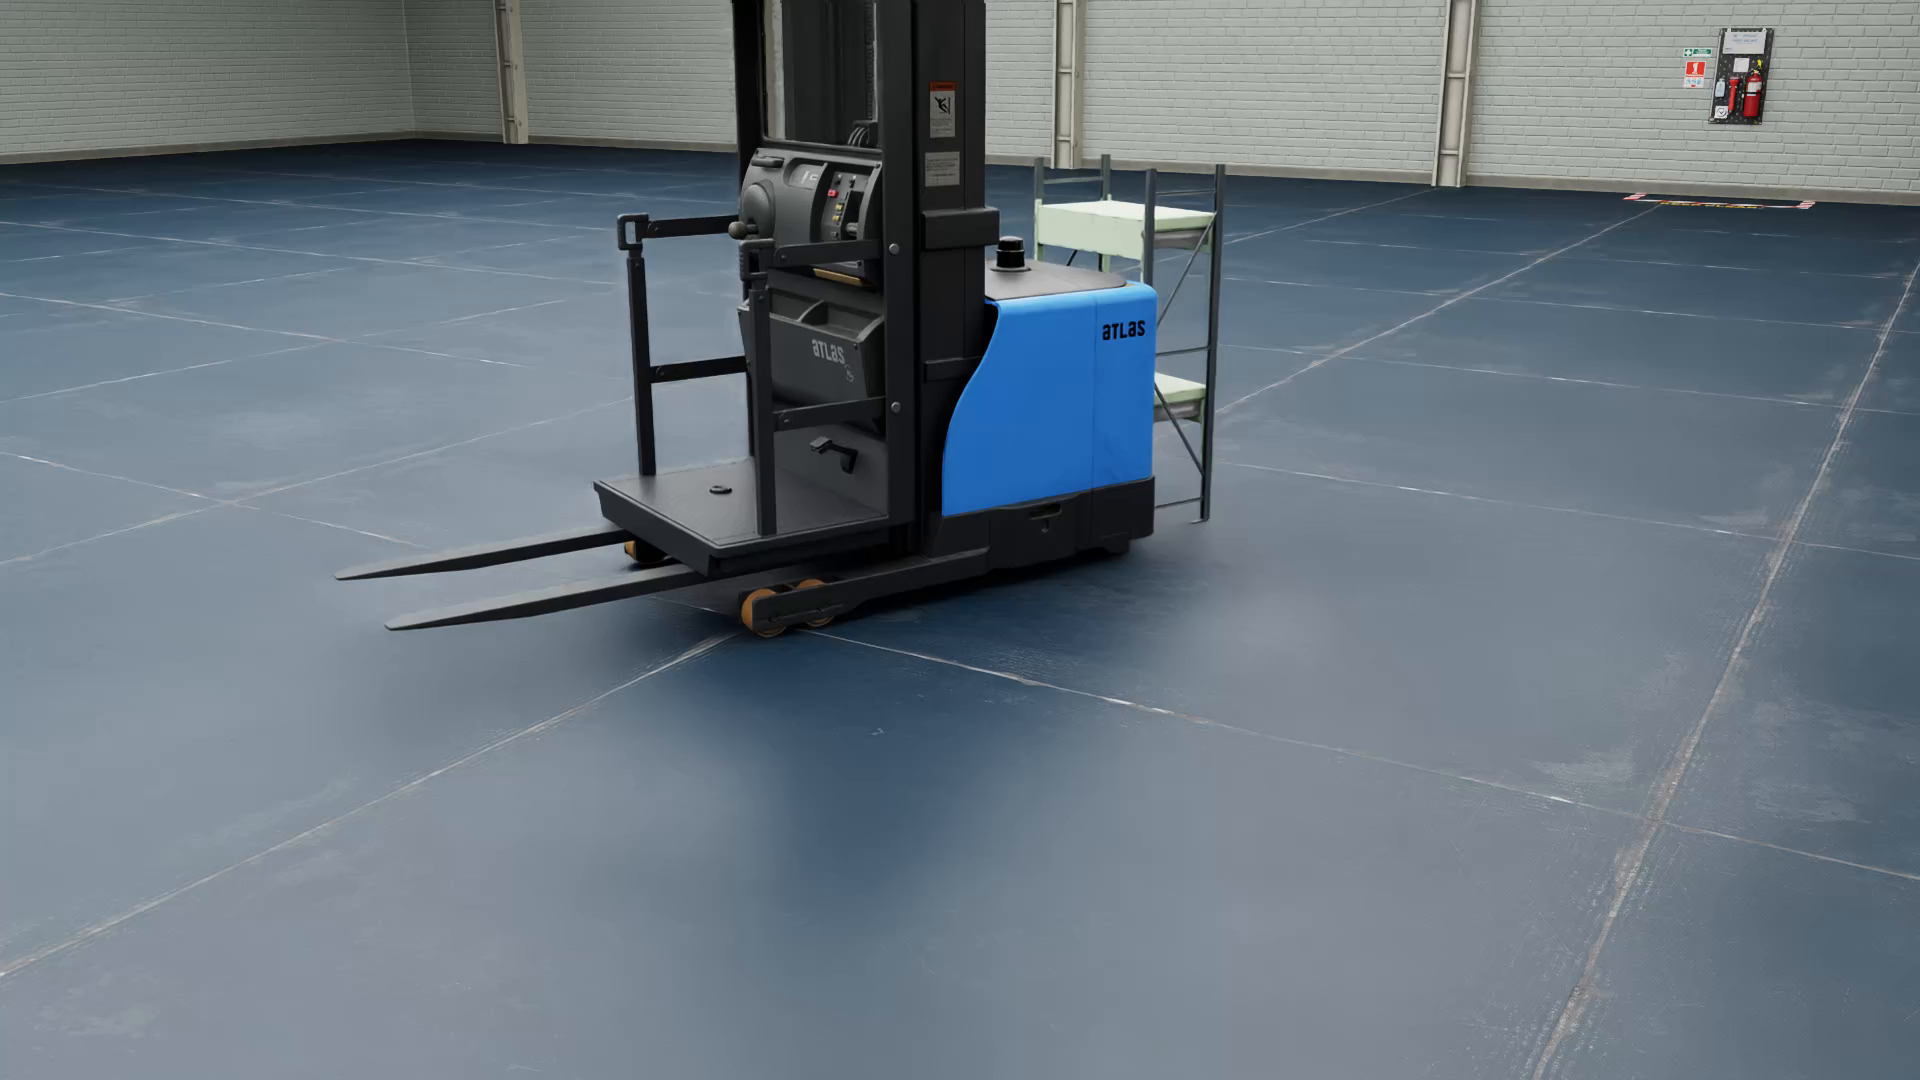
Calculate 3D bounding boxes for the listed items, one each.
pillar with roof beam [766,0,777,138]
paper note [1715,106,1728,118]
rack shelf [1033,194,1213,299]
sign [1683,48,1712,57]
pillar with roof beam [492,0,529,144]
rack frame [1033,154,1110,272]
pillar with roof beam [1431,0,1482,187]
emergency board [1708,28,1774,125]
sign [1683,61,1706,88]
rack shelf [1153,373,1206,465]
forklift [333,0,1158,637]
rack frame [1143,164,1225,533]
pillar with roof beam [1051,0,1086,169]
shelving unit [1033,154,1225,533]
[{"bbox_3d":[-5.698,-9.982,24.260,0.400,9.000,9.100,10,20,30],"label":"pillar with roof beam"},{"bbox_3d":[9.693,-5.448,21.170,0.142,0.148,0.016,10,20,30],"label":"paper note"},{"bbox_3d":[0.695,-1.232,7.014,0.431,0.370,0.720,-11,20,-33],"label":"rack shelf"},{"bbox_3d":[9.390,-6.202,21.166,0.331,0.109,0.001,10,20,30],"label":"sign"},{"bbox_3d":[-10.810,-10.895,27.264,0.400,9.000,9.100,10,20,30],"label":"pillar with roof beam"},{"bbox_3d":[0.489,-0.946,7.417,0.400,1.500,0.023,-11,20,-33],"label":"rack frame"},{"bbox_3d":[4.528,-8.157,18.251,0.400,9.000,9.100,10,20,30],"label":"pillar with roof beam"},{"bbox_3d":[9.808,-5.825,20.897,0.643,1.169,0.194,10,20,30],"label":"emergency board"},{"bbox_3d":[9.391,-5.952,21.253,0.234,0.329,0.001,10,20,30],"label":"sign"},{"bbox_3d":[0.695,-0.547,7.222,0.431,0.370,0.720,-11,20,-33],"label":"rack shelf"},{"bbox_3d":[-0.721,-1.239,5.916,3.031,2.935,1.130,-11,20,-33],"label":"forklift"},{"bbox_3d":[0.902,-0.771,6.838,0.400,1.500,0.023,-11,20,-33],"label":"rack frame"},{"bbox_3d":[-0.585,-9.069,21.255,0.400,9.000,9.100,10,20,30],"label":"pillar with roof beam"},{"bbox_3d":[0.695,-0.859,7.127,0.431,1.500,0.755,-11,20,-33],"label":"shelving unit"}]
